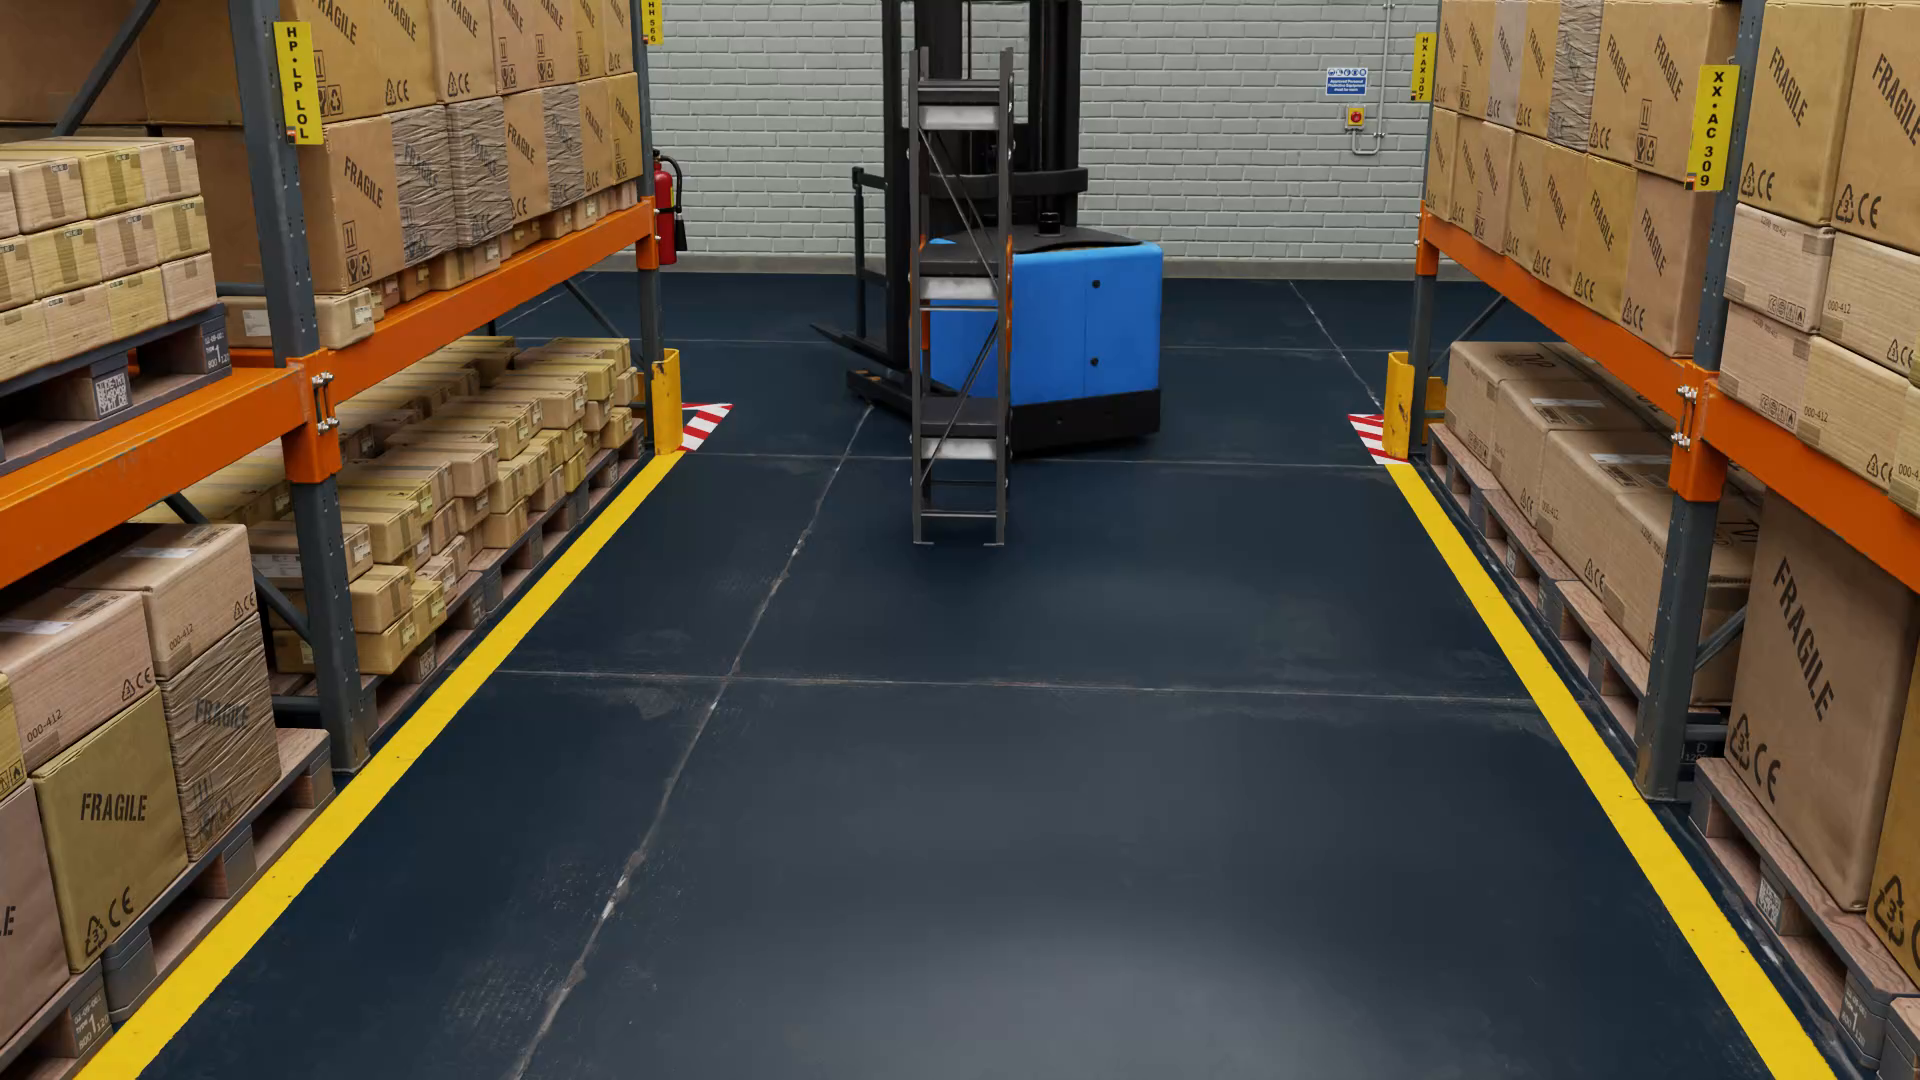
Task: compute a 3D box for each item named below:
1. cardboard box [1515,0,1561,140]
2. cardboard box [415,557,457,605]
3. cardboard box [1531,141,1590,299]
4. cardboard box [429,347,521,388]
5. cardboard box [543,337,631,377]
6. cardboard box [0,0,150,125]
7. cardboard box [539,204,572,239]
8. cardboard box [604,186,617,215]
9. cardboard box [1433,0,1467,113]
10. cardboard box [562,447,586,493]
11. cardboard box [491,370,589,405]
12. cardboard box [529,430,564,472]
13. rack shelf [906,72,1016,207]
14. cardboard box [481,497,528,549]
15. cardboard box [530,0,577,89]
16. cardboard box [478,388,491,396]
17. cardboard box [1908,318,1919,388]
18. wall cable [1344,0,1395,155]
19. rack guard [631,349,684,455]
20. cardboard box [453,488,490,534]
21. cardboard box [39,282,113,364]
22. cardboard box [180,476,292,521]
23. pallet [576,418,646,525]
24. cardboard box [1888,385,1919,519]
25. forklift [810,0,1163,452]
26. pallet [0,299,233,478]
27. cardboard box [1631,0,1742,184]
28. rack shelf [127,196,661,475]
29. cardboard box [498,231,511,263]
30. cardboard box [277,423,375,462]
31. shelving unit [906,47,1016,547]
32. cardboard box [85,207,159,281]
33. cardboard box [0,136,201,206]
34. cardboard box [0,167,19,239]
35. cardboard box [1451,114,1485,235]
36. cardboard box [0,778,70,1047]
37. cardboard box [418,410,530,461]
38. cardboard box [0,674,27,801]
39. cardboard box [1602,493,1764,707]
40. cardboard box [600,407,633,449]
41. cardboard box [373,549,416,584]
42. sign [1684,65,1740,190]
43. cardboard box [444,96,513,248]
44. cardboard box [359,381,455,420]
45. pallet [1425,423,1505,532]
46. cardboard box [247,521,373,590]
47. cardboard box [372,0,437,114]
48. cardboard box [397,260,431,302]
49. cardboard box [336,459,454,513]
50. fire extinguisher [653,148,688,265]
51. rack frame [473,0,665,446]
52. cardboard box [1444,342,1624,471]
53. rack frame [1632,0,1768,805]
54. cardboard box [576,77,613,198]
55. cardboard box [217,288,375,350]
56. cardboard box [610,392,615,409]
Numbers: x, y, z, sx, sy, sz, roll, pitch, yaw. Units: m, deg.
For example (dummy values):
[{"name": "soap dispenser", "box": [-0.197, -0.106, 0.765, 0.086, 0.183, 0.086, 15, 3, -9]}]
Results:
[{"name": "cardboard box", "box": [2.440, -1.788, 6.296, 0.500, 0.500, 0.500, 1, 18, 4]}, {"name": "cardboard box", "box": [-2.047, 0.168, 5.997, 0.380, 0.149, 0.250, 1, 18, 4]}, {"name": "cardboard box", "box": [2.397, -1.155, 5.970, 0.500, 0.500, 0.500, 1, 18, 3]}, {"name": "cardboard box", "box": [-2.368, -0.847, 8.138, 0.380, 0.149, 0.250, 2, 18, 5]}, {"name": "cardboard box", "box": [-1.877, -0.920, 8.362, 0.380, 0.149, 0.250, 1, 18, 5]}, {"name": "cardboard box", "box": [-2.615, -1.536, 5.050, 0.500, 0.500, 0.500, 1, 18, 2]}, {"name": "cardboard box", "box": [-1.935, -1.420, 7.343, 0.380, 0.149, 0.250, 0, 18, 1]}, {"name": "cardboard box", "box": [-1.888, -1.659, 8.073, 0.380, 0.149, 0.250, 1, 18, 4]}, {"name": "cardboard box", "box": [2.534, -2.263, 7.747, 0.500, 0.500, 0.500, 1, 18, 3]}, {"name": "cardboard box", "box": [-1.904, -0.319, 7.485, 0.380, 0.149, 0.250, 0, 18, 1]}, {"name": "cardboard box", "box": [-1.926, -0.681, 7.633, 0.380, 0.149, 0.250, 1, 18, 2]}, {"name": "cardboard box", "box": [-1.942, -0.377, 7.182, 0.380, 0.149, 0.250, 2, 18, 7]}, {"name": "rack shelf", "box": [0.012, -1.701, 7.039, 0.431, 0.518, 0.480, 1, 18, 4]}, {"name": "cardboard box", "box": [-1.979, -0.075, 6.738, 0.380, 0.149, 0.250, 1, 18, 2]}, {"name": "cardboard box", "box": [-1.941, -2.160, 6.953, 0.500, 0.500, 0.500, 2, 18, 7]}, {"name": "cardboard box", "box": [-2.391, -0.630, 7.955, 0.380, 0.149, 0.250, 2, 18, 5]}, {"name": "cardboard box", "box": [2.181, -0.358, 3.138, 0.500, 0.250, 0.500, 2, 18, 5]}, {"name": "wall cable", "box": [3.234, -4.133, 13.537, 0.585, 1.953, 0.123, 1, 18, 4]}, {"name": "rack guard", "box": [-2.097, -0.751, 8.913, 1.175, 0.500, 0.348, 1, 18, 4]}, {"name": "cardboard box", "box": [-2.058, -0.138, 6.452, 0.380, 0.149, 0.250, 2, 18, 6]}, {"name": "cardboard box", "box": [-2.247, -0.515, 3.906, 0.380, 0.149, 0.250, 1, 18, 4]}, {"name": "cardboard box", "box": [-2.623, -0.122, 5.926, 0.380, 0.149, 0.250, 1, 18, 3]}, {"name": "pallet", "box": [-2.191, -0.362, 8.190, 1.003, 0.211, 1.213, 1, 18, 4]}, {"name": "cardboard box", "box": [2.183, -0.120, 3.212, 0.500, 0.250, 0.500, 1, 18, 3]}, {"name": "forklift", "box": [-0.030, -2.258, 9.608, 1.130, 2.935, 3.031, -9, 20, -25]}, {"name": "pallet", "box": [-2.578, -0.395, 4.119, 1.003, 0.211, 1.213, 1, 18, 4]}, {"name": "cardboard box", "box": [2.324, -1.317, 4.857, 0.500, 0.500, 0.500, 1, 18, 3]}, {"name": "rack shelf", "box": [-2.235, -1.000, 6.812, 1.077, 0.370, 4.000, 1, 18, 4]}, {"name": "cardboard box", "box": [-2.013, -1.176, 6.598, 0.380, 0.149, 0.250, 2, 18, 6]}, {"name": "cardboard box", "box": [-2.592, -0.371, 6.686, 0.380, 0.149, 0.250, 1, 18, 2]}, {"name": "shelving unit", "box": [0.012, -1.049, 7.253, 0.431, 2.100, 0.503, 1, 18, 4]}, {"name": "cardboard box", "box": [-2.228, -0.732, 4.091, 0.380, 0.149, 0.250, 1, 18, 4]}, {"name": "cardboard box", "box": [-2.213, -0.954, 4.291, 0.380, 0.149, 0.250, 2, 18, 6]}, {"name": "cardboard box", "box": [-2.270, -0.709, 3.543, 0.380, 0.149, 0.250, 1, 18, 4]}, {"name": "cardboard box", "box": [2.524, -1.631, 7.422, 0.500, 0.500, 0.500, 1, 18, 3]}, {"name": "cardboard box", "box": [-2.258, 0.822, 3.437, 0.500, 0.500, 0.500, 1, 18, 3]}, {"name": "cardboard box", "box": [-2.010, -0.435, 6.882, 0.380, 0.149, 0.250, 1, 18, 4]}, {"name": "cardboard box", "box": [-2.254, 0.472, 3.300, 0.500, 0.250, 0.500, 0, 18, 1]}, {"name": "cardboard box", "box": [2.718, 0.184, 5.484, 0.875, 0.438, 0.875, 1, 18, 3]}, {"name": "cardboard box", "box": [-1.839, -0.557, 8.210, 0.380, 0.149, 0.250, 2, 18, 6]}, {"name": "cardboard box", "box": [-2.105, 0.107, 5.704, 0.380, 0.149, 0.250, 1, 18, 4]}, {"name": "sign", "box": [2.012, -1.102, 4.452, 0.100, 0.325, 0.005, 1, 18, 4]}, {"name": "cardboard box", "box": [-1.991, -1.367, 6.139, 0.500, 0.500, 0.500, 1, 18, 3]}, {"name": "cardboard box", "box": [-2.478, -0.607, 7.405, 0.380, 0.149, 0.250, 2, 18, 6]}, {"name": "pallet", "box": [2.874, -0.308, 8.025, 1.003, 0.211, 1.213, 1, 18, 4]}, {"name": "cardboard box", "box": [-2.147, 0.050, 5.402, 0.380, 0.149, 0.250, 2, 18, 6]}, {"name": "cardboard box", "box": [-2.081, -1.680, 5.490, 0.500, 0.500, 0.500, 1, 18, 2]}, {"name": "cardboard box", "box": [-2.095, -0.932, 5.853, 0.380, 0.149, 0.250, 0, 18, 1]}, {"name": "cardboard box", "box": [-2.103, -0.196, 6.151, 0.380, 0.149, 0.250, 1, 18, 2]}, {"name": "fire extinguisher", "box": [-1.613, -1.817, 8.873, 0.296, 0.674, 0.183, 1, 18, 4]}, {"name": "rack frame", "box": [-2.092, -1.963, 8.595, 1.000, 3.000, 0.127, 1, 18, 4]}, {"name": "cardboard box", "box": [2.905, -0.658, 8.055, 0.875, 0.438, 0.875, 1, 18, 2]}, {"name": "rack frame", "box": [2.566, -0.641, 4.563, 1.000, 3.000, 0.127, 1, 18, 4]}, {"name": "cardboard box", "box": [-1.909, -1.846, 7.602, 0.500, 0.500, 0.500, 1, 18, 3]}, {"name": "cardboard box", "box": [-2.032, -0.682, 5.089, 0.380, 0.149, 0.250, 2, 18, 6]}, {"name": "cardboard box", "box": [-1.917, -0.699, 8.164, 0.380, 0.149, 0.250, 1, 18, 3]}]
